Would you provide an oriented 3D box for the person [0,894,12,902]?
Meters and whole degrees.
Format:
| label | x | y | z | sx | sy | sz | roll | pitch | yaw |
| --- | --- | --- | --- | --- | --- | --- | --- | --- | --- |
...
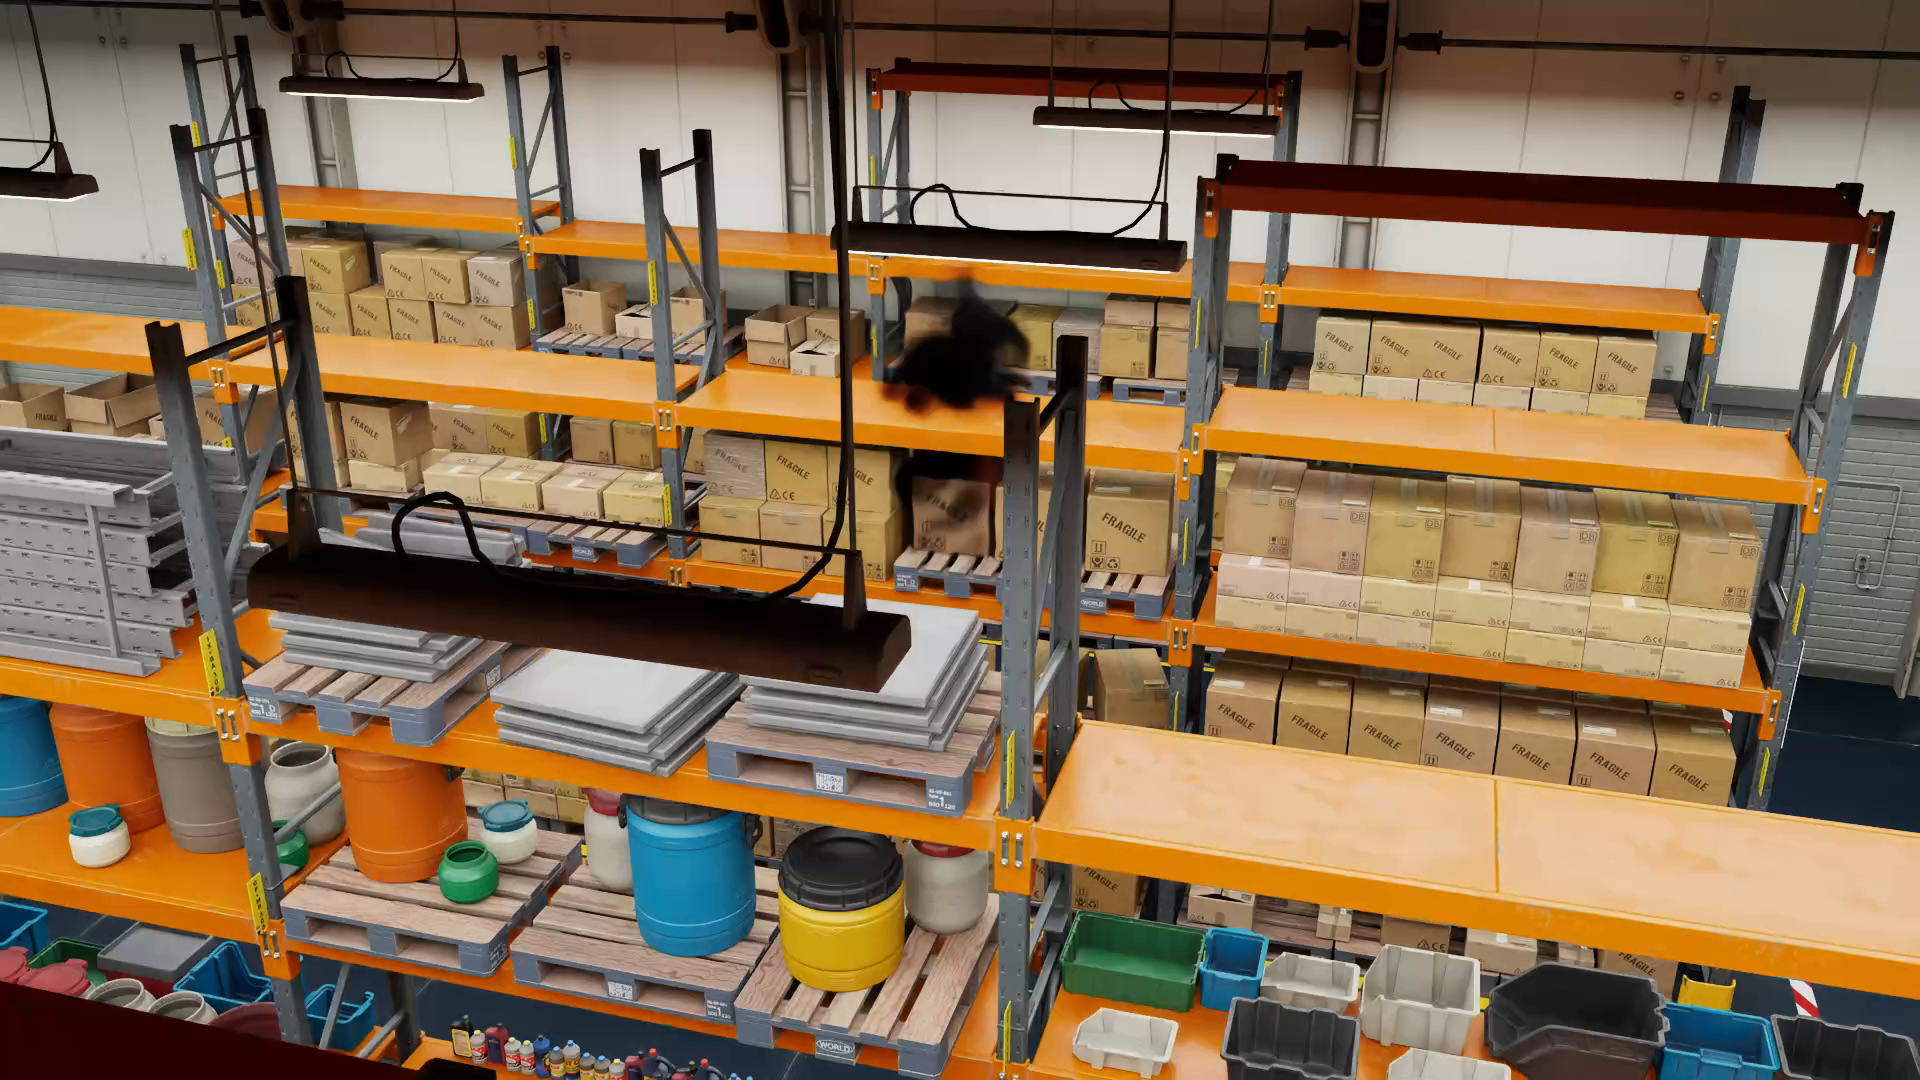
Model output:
| label | x | y | z | sx | sy | sz | roll | pitch | yaw |
| --- | --- | --- | --- | --- | --- | --- | --- | --- | --- |
| person | -7.209 | 2.547 | 12.459 | 0.834 | 1.669 | 0.588 | 6 | 23 | 14 |
